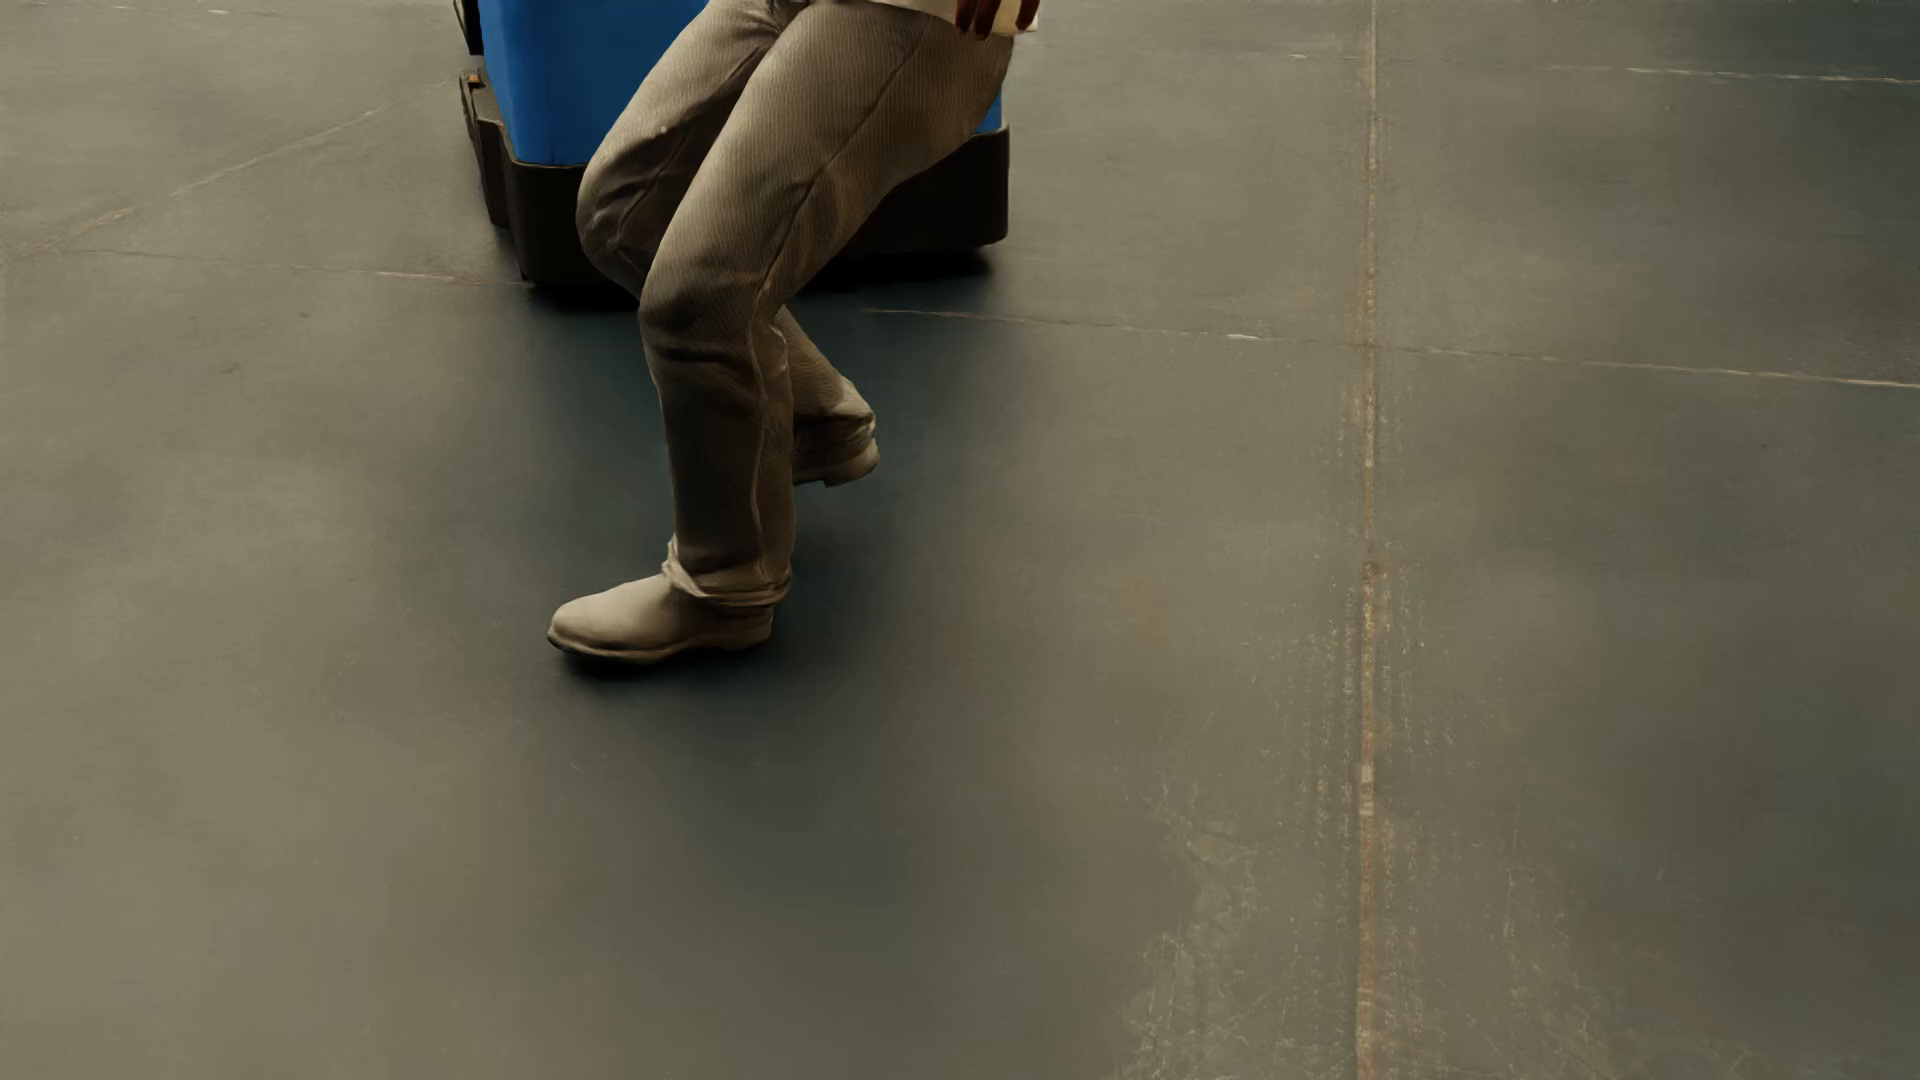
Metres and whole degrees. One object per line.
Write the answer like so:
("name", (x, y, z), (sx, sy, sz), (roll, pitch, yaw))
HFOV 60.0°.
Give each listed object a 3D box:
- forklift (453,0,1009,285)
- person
("forklift", (-0.831, -2.469, 4.141), (1.130, 2.935, 3.031), (-8, 28, -16))
("person", (-0.238, -0.679, 2.005), (0.720, 1.675, 1.004), (-10, 29, -20))
